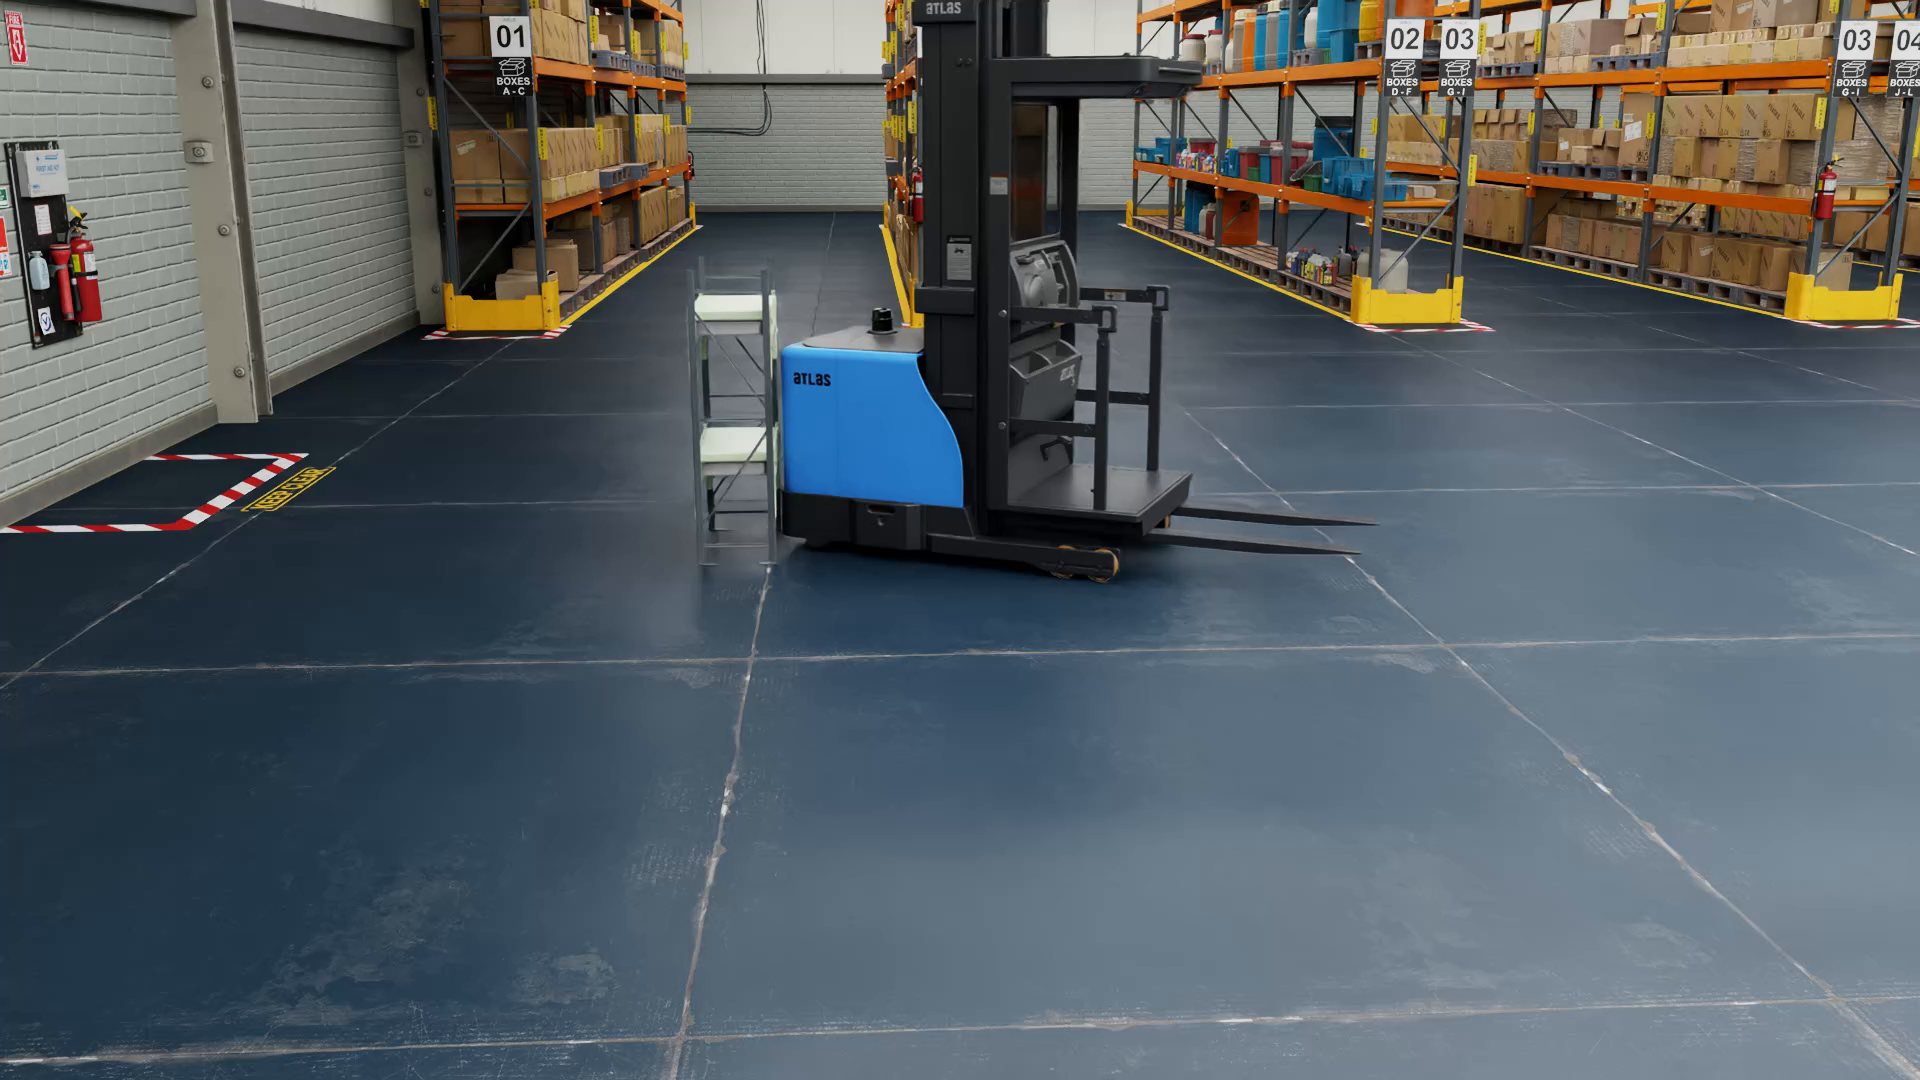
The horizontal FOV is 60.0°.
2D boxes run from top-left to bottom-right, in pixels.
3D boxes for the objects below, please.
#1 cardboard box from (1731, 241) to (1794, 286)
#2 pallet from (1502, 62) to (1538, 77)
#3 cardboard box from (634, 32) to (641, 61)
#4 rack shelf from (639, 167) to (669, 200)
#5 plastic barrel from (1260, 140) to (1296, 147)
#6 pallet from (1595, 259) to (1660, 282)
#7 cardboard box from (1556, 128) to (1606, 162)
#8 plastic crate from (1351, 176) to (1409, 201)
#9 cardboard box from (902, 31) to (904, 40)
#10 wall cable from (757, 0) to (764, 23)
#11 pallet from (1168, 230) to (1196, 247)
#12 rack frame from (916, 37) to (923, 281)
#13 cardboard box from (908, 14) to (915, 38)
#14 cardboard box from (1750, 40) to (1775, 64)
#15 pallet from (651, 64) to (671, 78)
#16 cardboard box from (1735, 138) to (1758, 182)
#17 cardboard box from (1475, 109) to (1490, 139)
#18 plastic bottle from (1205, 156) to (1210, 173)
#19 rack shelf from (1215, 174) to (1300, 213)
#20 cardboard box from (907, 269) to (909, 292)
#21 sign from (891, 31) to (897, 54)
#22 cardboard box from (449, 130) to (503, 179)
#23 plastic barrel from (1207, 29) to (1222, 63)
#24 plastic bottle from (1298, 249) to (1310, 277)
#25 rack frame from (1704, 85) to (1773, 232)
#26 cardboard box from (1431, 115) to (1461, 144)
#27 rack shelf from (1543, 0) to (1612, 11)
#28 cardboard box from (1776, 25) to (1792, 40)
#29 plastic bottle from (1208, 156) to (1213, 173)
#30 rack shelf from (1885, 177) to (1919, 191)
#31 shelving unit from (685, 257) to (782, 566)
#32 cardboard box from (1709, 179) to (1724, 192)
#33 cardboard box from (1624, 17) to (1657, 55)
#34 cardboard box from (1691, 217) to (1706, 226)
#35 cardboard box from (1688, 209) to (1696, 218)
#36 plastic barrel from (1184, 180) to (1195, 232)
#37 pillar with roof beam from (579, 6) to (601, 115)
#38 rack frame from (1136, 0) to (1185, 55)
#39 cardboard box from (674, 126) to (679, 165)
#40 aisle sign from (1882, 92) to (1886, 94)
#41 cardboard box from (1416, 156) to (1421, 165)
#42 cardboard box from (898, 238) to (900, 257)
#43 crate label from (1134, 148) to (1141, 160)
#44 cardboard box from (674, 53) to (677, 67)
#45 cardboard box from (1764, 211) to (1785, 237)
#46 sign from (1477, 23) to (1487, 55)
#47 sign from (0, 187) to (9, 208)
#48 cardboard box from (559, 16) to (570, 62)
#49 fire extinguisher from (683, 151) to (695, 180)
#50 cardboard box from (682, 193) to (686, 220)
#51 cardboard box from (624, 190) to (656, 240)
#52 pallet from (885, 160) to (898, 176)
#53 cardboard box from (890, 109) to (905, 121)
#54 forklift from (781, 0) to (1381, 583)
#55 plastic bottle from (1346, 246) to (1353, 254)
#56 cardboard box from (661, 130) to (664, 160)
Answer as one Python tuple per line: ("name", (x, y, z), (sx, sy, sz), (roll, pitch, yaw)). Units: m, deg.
("cardboard box", (9.820, -3.390, 20.357), (0.500, 0.500, 0.500), (0, 14, 2))
("pallet", (9.344, -7.448, 26.313), (1.213, 0.211, 1.003), (0, 14, -1))
("cardboard box", (-5.598, -8.049, 27.186), (0.700, 0.500, 0.500), (-1, 14, -4))
("rack shelf", (-5.518, -5.847, 27.175), (1.077, 0.370, 4.000), (-1, 14, -3))
("plastic barrel", (4.825, -5.806, 25.300), (0.600, 0.536, 0.708), (-1, 14, -3))
("pallet", (9.635, -3.776, 23.278), (1.003, 0.211, 1.213), (-1, 14, -3))
("cardboard box", (9.510, -6.046, 25.460), (0.500, 0.500, 0.500), (-3, 15, -10))
("plastic crate", (4.660, -3.909, 18.498), (0.499, 0.251, 0.616), (-1, 14, -3))
("cardboard box", (-0.655, -8.065, 27.088), (0.600, 0.600, 0.600), (-1, 15, -6))
("wall cable", (-3.184, -12.989, 37.546), (3.097, 2.526, 0.112), (-1, 14, -3))
("pallet", (4.252, -5.303, 29.212), (1.003, 0.211, 1.213), (-1, 14, -3))
("rack frame", (0.045, -3.786, 17.720), (1.000, 3.000, 0.127), (-1, 14, -3))
("cardboard box", (-0.324, -5.887, 18.923), (0.500, 0.311, 0.500), (1, 14, 3))
("cardboard box", (9.592, -5.686, 19.385), (0.500, 0.250, 0.500), (-1, 14, -2))
("pallet", (-5.682, -8.306, 29.448), (1.003, 0.211, 1.213), (-1, 14, -3))
("cardboard box", (9.787, -4.515, 19.757), (0.875, 0.500, 0.500), (-1, 14, -3))
("cardboard box", (9.268, -7.127, 28.492), (0.797, 0.503, 0.637), (-1, 14, -3))
("plastic bottle", (4.015, -6.066, 26.840), (0.097, 0.271, 0.097), (0, 14, 0))
("rack shelf", (4.618, -5.005, 23.903), (1.077, 0.370, 4.000), (-1, 14, -3))
("cardboard box", (-0.359, -3.035, 19.477), (0.500, 0.250, 0.500), (-1, 14, -3))
("sign", (-0.992, -7.471, 24.984), (0.100, 0.325, 0.005), (-1, 14, -3))
("cardboard box", (-5.140, -4.123, 17.785), (0.500, 0.500, 0.500), (-1, 14, -4))
("plastic barrel", (4.233, -8.011, 27.008), (0.433, 0.535, 0.433), (0, 14, 0))
("plastic bottle", (4.389, -3.532, 21.168), (0.144, 0.351, 0.185), (-1, 15, -6))
("rack frame", (14.146, -6.974, 30.110), (1.000, 3.000, 0.127), (-1, 14, -3))
("cardboard box", (8.894, -7.467, 30.227), (0.500, 0.500, 0.500), (0, 14, -2))
("rack shelf", (9.561, -7.793, 23.503), (1.077, 0.370, 4.000), (-1, 14, -3))
("cardboard box", (9.539, -5.770, 18.914), (0.380, 0.149, 0.250), (-1, 14, -3))
("plastic bottle", (4.027, -6.017, 26.652), (0.097, 0.271, 0.097), (0, 14, 0))
("rack shelf", (14.518, -5.133, 24.400), (1.077, 0.370, 4.000), (-1, 14, -3))
("shelving unit", (-1.169, -0.690, 8.698), (0.431, 1.500, 0.755), (-1, 14, -4))
("cardboard box", (9.504, -4.380, 20.534), (0.380, 0.149, 0.250), (-1, 14, -3))
("cardboard box", (9.695, -6.991, 23.110), (0.797, 0.503, 0.637), (0, 14, -1))
("cardboard box", (13.782, -5.889, 30.772), (0.380, 0.149, 0.250), (-1, 14, -3))
("cardboard box", (13.780, -6.081, 30.922), (0.380, 0.149, 0.250), (-2, 15, -6))
("plastic barrel", (4.263, -5.897, 29.295), (0.600, 0.901, 0.708), (-1, 14, -3))
("pillar with roof beam", (-2.252, -9.825, 29.154), (9.100, 9.000, 0.400), (-1, 14, -3))
("rack frame", (3.998, -10.746, 32.732), (1.000, 3.000, 0.127), (-1, 14, -3))
("cardboard box", (-5.754, -7.336, 30.915), (0.980, 0.700, 0.700), (-2, 15, -6))
("aisle sign", (19.137, -9.352, 34.136), (0.394, 0.787, 0.004), (-1, 14, -3))
("cardboard box", (8.779, -7.127, 31.212), (0.380, 0.149, 0.250), (-1, 14, -2))
("cardboard box", (-0.641, -4.258, 24.232), (0.500, 0.250, 0.500), (-1, 14, -5))
("crate label", (3.685, -7.722, 33.235), (0.416, 0.233, 0.303), (-1, 14, -3))
("cardboard box", (-5.509, -8.883, 30.768), (0.500, 0.250, 0.500), (-1, 14, -5))
("cardboard box", (14.015, -5.392, 28.136), (0.500, 0.500, 0.500), (-2, 15, -6))
("sign", (5.539, -5.326, 17.668), (0.100, 0.325, 0.005), (-1, 14, -3))
("sign", (-5.379, -1.898, 9.248), (0.001, 0.109, 0.331), (-1, 14, -3))
("cardboard box", (-4.758, -5.702, 18.909), (0.500, 0.500, 0.500), (0, 14, 0))
("fire extinguisher", (-5.439, -7.514, 33.115), (0.296, 0.674, 0.183), (-1, 14, -3))
("cardboard box", (-5.747, -6.508, 32.474), (0.700, 0.500, 0.500), (-1, 14, -3))
("cardboard box", (-5.357, -5.263, 26.934), (0.750, 0.750, 0.750), (-1, 14, -4))
("pallet", (-0.562, -5.850, 26.128), (1.213, 0.211, 1.003), (-1, 14, -3))
("cardboard box", (-0.988, -7.425, 29.656), (0.500, 0.500, 0.500), (-1, 14, -3))
("forklift", (0.621, -1.358, 8.424), (3.031, 2.935, 1.130), (6, 15, 21))
("plastic bottle", (5.069, -3.631, 21.550), (0.144, 0.351, 0.185), (-1, 14, -5))
("cardboard box", (-5.362, -6.784, 28.536), (0.500, 0.500, 0.500), (-1, 14, -4))
